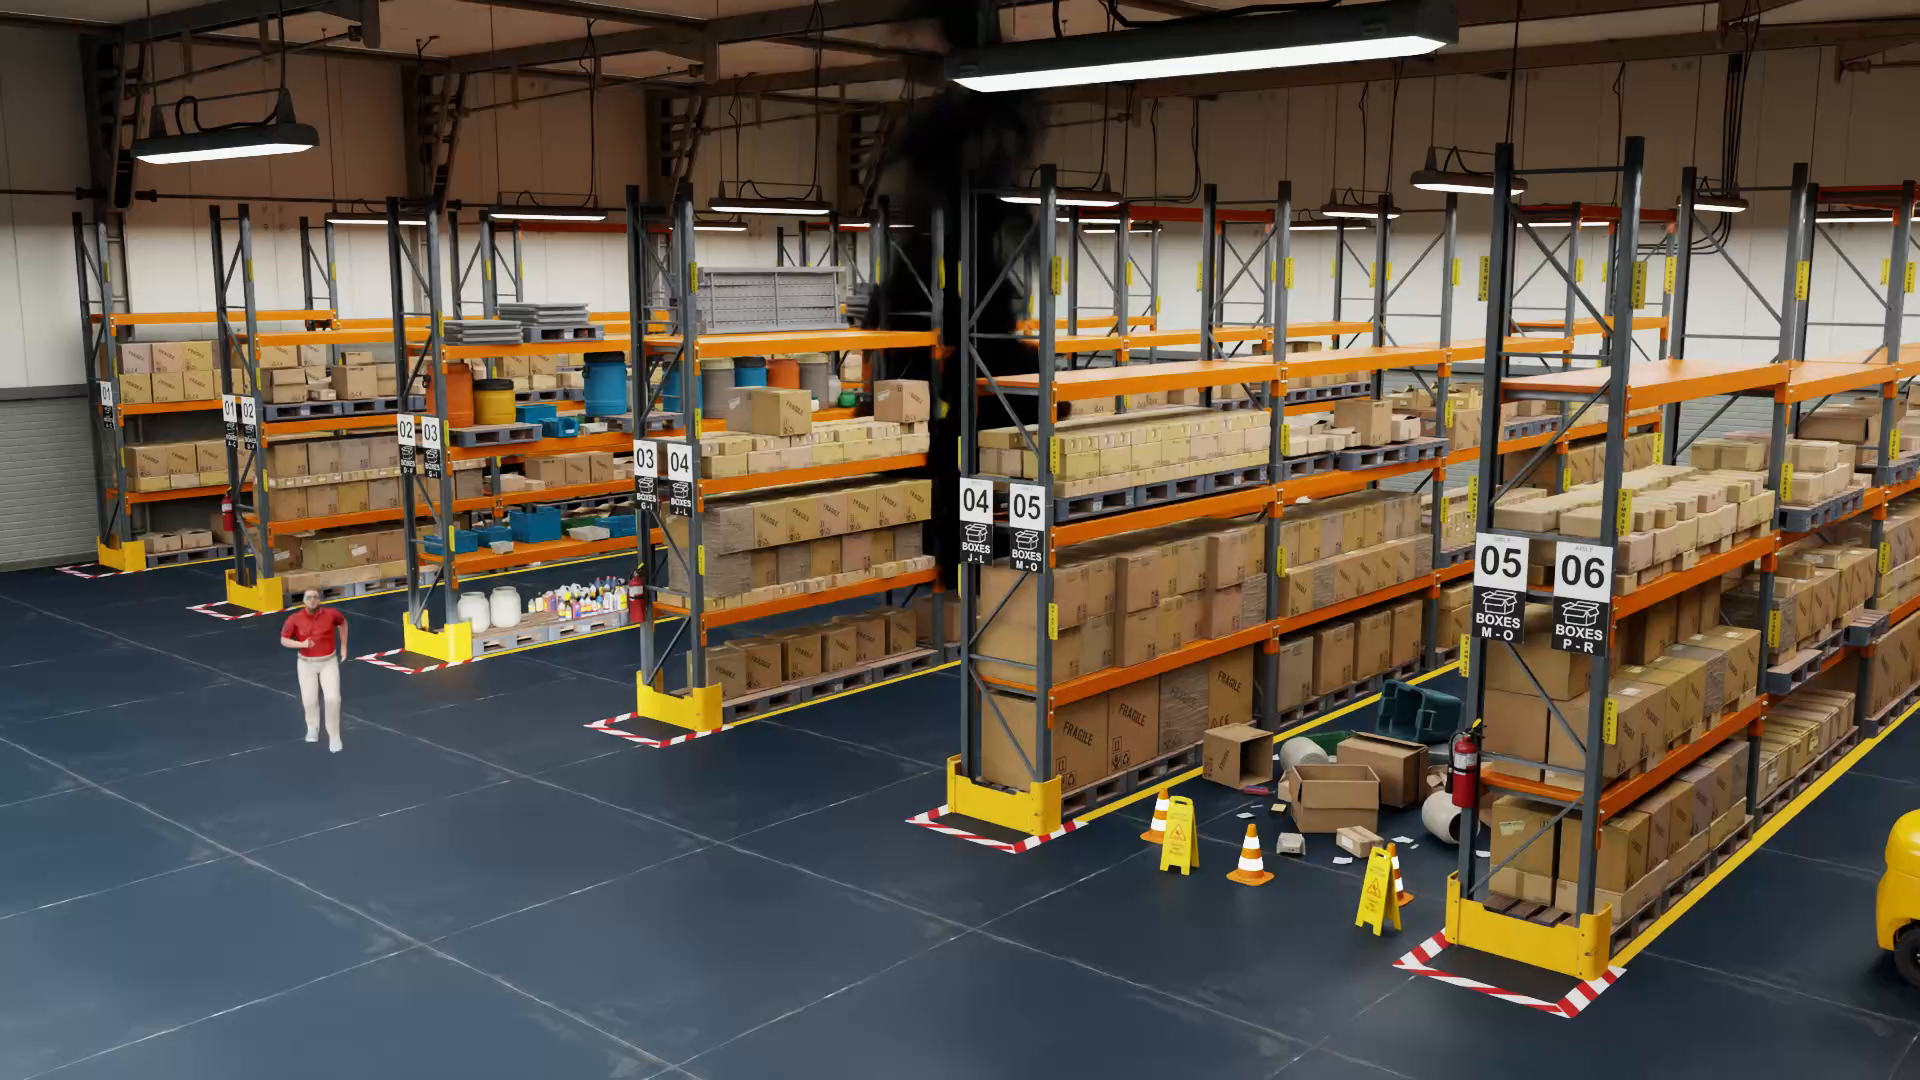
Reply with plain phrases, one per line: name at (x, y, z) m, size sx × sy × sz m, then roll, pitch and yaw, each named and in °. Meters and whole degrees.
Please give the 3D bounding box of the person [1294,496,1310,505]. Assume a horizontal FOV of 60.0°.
person at (4.599, 0.284, 22.535) m, size 0.683 × 1.767 × 0.544 m, roll 8°, pitch 12°, yaw 40°

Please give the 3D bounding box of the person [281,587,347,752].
person at (-6.884, 1.390, 17.798) m, size 0.682 × 1.805 × 0.780 m, roll -4°, pitch 10°, yaw -24°
